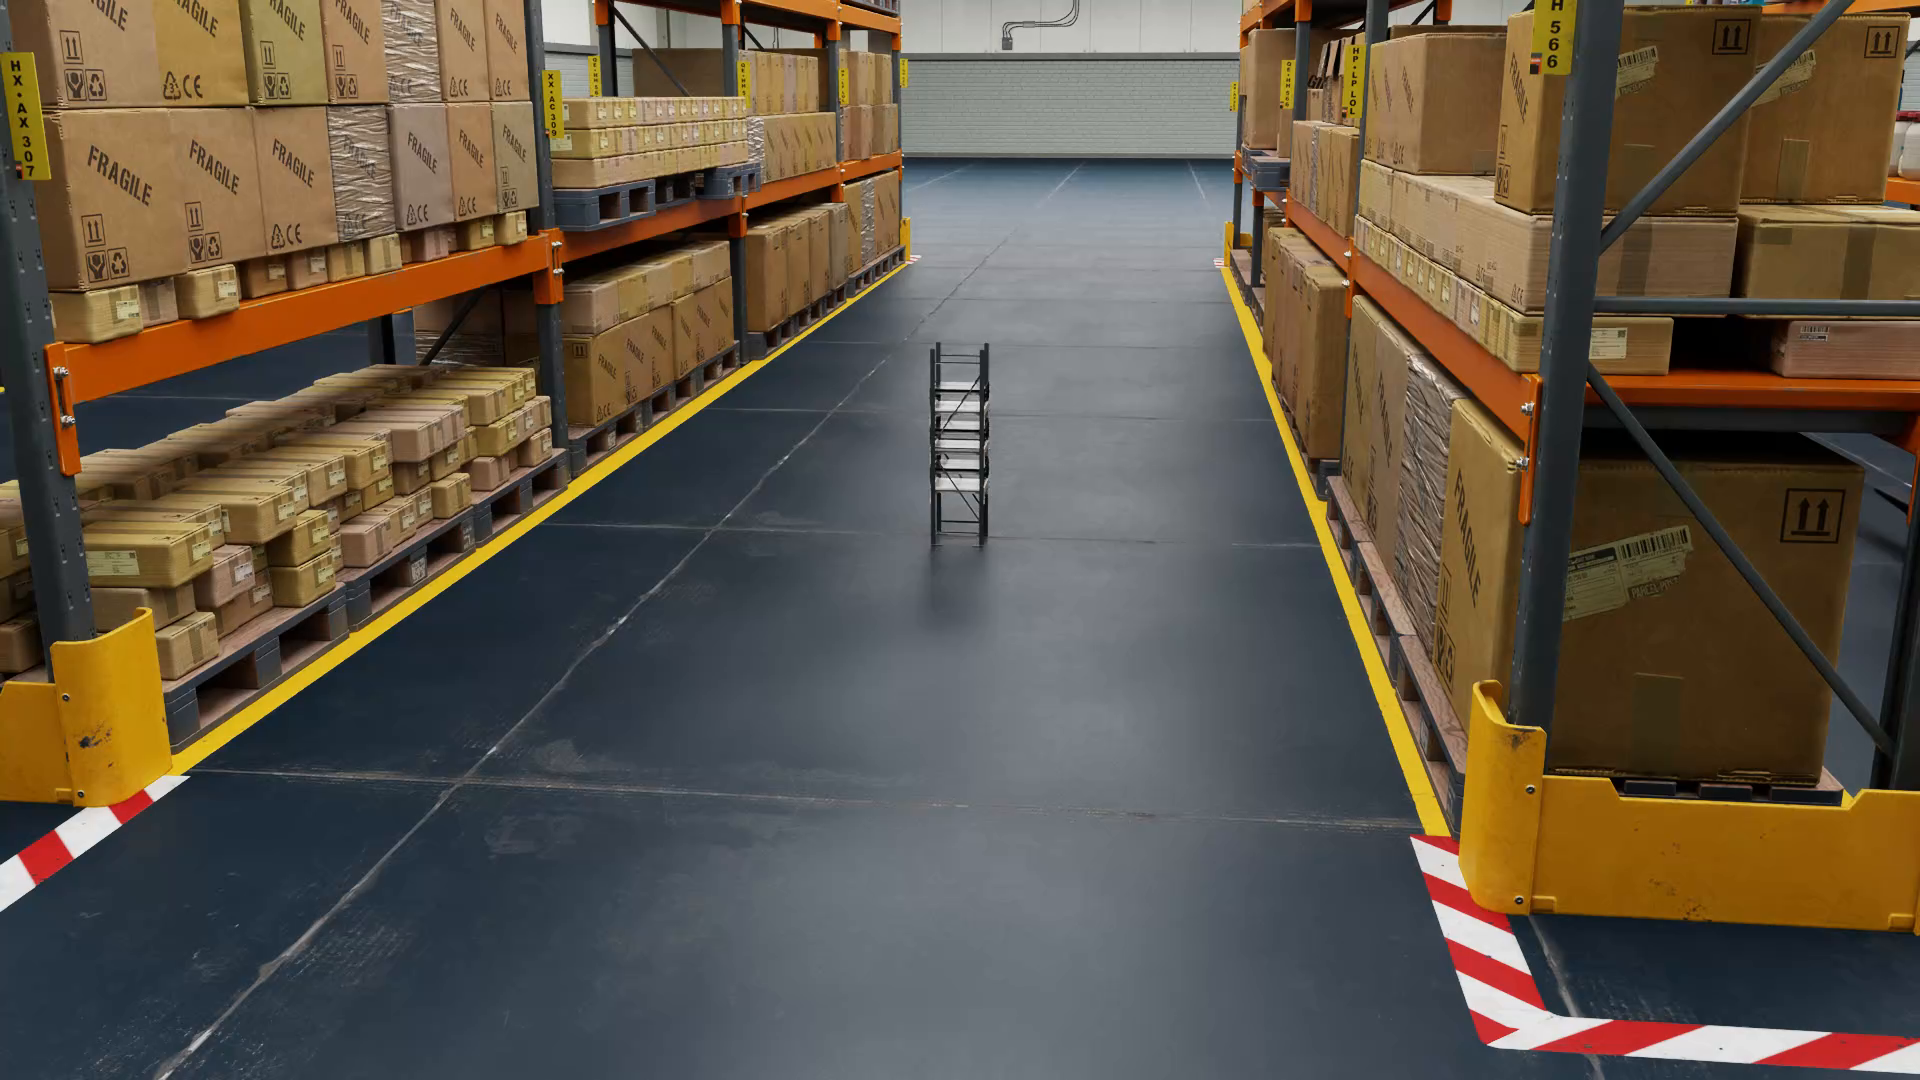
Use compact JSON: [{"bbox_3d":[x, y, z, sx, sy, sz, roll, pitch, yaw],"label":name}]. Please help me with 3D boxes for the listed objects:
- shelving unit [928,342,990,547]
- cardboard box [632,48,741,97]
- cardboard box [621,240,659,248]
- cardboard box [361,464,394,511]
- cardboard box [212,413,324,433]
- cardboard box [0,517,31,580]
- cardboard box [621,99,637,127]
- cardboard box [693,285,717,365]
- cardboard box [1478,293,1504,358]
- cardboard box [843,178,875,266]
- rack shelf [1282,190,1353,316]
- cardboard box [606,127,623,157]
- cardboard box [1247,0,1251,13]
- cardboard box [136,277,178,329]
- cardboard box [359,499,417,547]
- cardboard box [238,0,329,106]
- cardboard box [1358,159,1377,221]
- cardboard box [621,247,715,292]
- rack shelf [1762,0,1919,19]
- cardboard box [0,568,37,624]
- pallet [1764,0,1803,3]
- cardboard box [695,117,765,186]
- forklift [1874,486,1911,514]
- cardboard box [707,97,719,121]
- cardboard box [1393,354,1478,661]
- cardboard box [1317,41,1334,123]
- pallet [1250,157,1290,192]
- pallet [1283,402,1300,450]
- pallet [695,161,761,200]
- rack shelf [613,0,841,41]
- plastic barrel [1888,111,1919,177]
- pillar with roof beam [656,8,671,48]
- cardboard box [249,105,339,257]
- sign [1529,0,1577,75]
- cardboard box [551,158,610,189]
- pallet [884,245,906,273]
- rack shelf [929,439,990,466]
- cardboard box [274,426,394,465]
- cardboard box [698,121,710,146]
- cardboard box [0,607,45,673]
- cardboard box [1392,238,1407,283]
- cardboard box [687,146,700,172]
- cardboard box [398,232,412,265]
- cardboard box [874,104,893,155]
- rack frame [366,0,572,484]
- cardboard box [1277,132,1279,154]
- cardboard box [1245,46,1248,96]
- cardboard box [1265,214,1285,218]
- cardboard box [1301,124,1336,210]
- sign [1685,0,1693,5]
[{"bbox_3d":[-0.001,-0.432,7.537,0.258,0.900,0.210,2,15,6],"label":"shelving unit"},{"bbox_3d":[-2.045,-3.437,12.519,0.700,0.500,0.500,2,15,6],"label":"cardboard box"},{"bbox_3d":[-2.424,-1.976,11.772,0.500,0.250,0.500,1,15,4],"label":"cardboard box"},{"bbox_3d":[-2.566,-0.225,6.836,0.380,0.149,0.250,2,15,9],"label":"cardboard box"},{"bbox_3d":[-2.937,-0.441,7.064,0.380,0.149,0.250,1,15,4],"label":"cardboard box"},{"bbox_3d":[-3.201,0.027,5.335,0.380,0.149,0.250,2,15,7],"label":"cardboard box"},{"bbox_3d":[-1.999,-2.349,9.138,0.380,0.149,0.250,2,15,7],"label":"cardboard box"},{"bbox_3d":[-1.983,-1.473,11.347,0.500,0.500,0.500,2,15,9],"label":"cardboard box"},{"bbox_3d":[1.649,-0.591,4.582,0.380,0.149,0.250,2,15,7],"label":"cardboard box"},{"bbox_3d":[-1.416,-3.399,17.753,0.875,0.875,0.875,2,15,7],"label":"cardboard box"},{"bbox_3d":[2.585,-1.752,9.771,1.077,0.370,4.000,2,15,6],"label":"rack shelf"},{"bbox_3d":[-2.029,-2.133,8.912,0.380,0.149,0.250,1,15,5],"label":"cardboard box"},{"bbox_3d":[3.291,-5.688,17.493,0.500,0.250,0.500,2,15,6],"label":"cardboard box"},{"bbox_3d":[-2.659,-0.735,5.116,0.380,0.149,0.250,2,15,8],"label":"cardboard box"},{"bbox_3d":[-2.470,-0.070,6.830,0.380,0.149,0.250,2,15,6],"label":"cardboard box"},{"bbox_3d":[-2.563,-1.763,5.760,0.500,0.500,0.500,1,15,5],"label":"cardboard box"},{"bbox_3d":[2.046,-1.537,7.318,0.500,0.250,0.500,1,15,5],"label":"cardboard box"},{"bbox_3d":[-1.969,-1.832,11.237,0.500,0.250,0.500,2,15,7],"label":"cardboard box"},{"bbox_3d":[8.409,-5.129,16.514,1.077,0.370,4.000,2,15,6],"label":"rack shelf"},{"bbox_3d":[-3.233,0.170,5.376,0.380,0.149,0.250,1,15,5],"label":"cardboard box"},{"bbox_3d":[8.168,-5.056,15.229,1.213,0.211,1.003,2,15,6],"label":"pallet"},{"bbox_3d":[-1.787,-2.947,12.621,0.500,0.500,0.500,2,15,7],"label":"cardboard box"},{"bbox_3d":[4.460,-1.046,5.916,1.130,2.935,3.031,1,15,4],"label":"forklift"},{"bbox_3d":[-1.792,-2.816,10.865,0.380,0.149,0.250,2,15,8],"label":"cardboard box"},{"bbox_3d":[2.004,-0.124,5.641,0.875,0.875,0.875,2,15,6],"label":"cardboard box"},{"bbox_3d":[2.712,-2.961,10.752,0.797,0.503,0.637,2,15,8],"label":"cardboard box"},{"bbox_3d":[2.786,-2.713,12.316,1.213,0.211,1.003,2,15,6],"label":"pallet"},{"bbox_3d":[2.507,-0.754,10.045,1.003,0.211,1.213,2,15,6],"label":"pallet"},{"bbox_3d":[-2.081,-2.509,11.563,1.213,0.211,1.003,2,15,6],"label":"pallet"},{"bbox_3d":[-1.880,-4.409,13.854,1.077,0.370,4.000,2,15,6],"label":"rack shelf"},{"bbox_3d":[7.858,-3.333,13.982,0.433,0.535,0.433,0,15,0],"label":"plastic barrel"},{"bbox_3d":[-4.377,-15.526,47.839,9.100,9.000,0.400,2,15,6],"label":"pillar with roof beam"},{"bbox_3d":[-2.581,-1.281,5.893,0.500,0.500,0.500,2,15,7],"label":"cardboard box"},{"bbox_3d":[1.371,-1.236,3.813,0.100,0.325,0.005,2,15,6],"label":"sign"},{"bbox_3d":[-2.056,-1.923,8.702,0.380,0.149,0.250,1,15,4],"label":"cardboard box"},{"bbox_3d":[-1.216,-3.309,19.495,1.003,0.211,1.213,2,15,6],"label":"pallet"},{"bbox_3d":[-0.001,-0.400,7.545,0.258,0.077,0.200,2,15,6],"label":"rack shelf"},{"bbox_3d":[-2.550,-0.365,6.781,0.380,0.149,0.250,2,15,6],"label":"cardboard box"},{"bbox_3d":[-1.824,-2.606,10.661,0.380,0.149,0.250,2,15,6],"label":"cardboard box"},{"bbox_3d":[-3.156,0.316,5.405,0.380,0.149,0.250,2,15,7],"label":"cardboard box"},{"bbox_3d":[1.850,-1.056,6.301,0.380,0.149,0.250,2,15,7],"label":"cardboard box"},{"bbox_3d":[-1.855,-2.397,10.458,0.380,0.149,0.250,2,15,8],"label":"cardboard box"},{"bbox_3d":[-2.504,-1.211,6.874,0.380,0.149,0.250,1,15,5],"label":"cardboard box"},{"bbox_3d":[-1.240,-4.696,18.996,0.875,0.550,0.550,2,15,6],"label":"cardboard box"},{"bbox_3d":[-2.557,-1.752,8.396,1.000,3.000,0.127,2,15,6],"label":"rack frame"},{"bbox_3d":[2.731,-3.196,13.187,0.396,0.266,0.258,1,15,5],"label":"cardboard box"},{"bbox_3d":[3.212,-4.843,17.150,0.500,0.500,0.500,2,15,6],"label":"cardboard box"},{"bbox_3d":[3.504,-3.209,17.768,0.500,0.500,0.500,3,15,11],"label":"cardboard box"},{"bbox_3d":[2.375,-2.281,10.160,0.500,0.500,0.500,1,15,5],"label":"cardboard box"},{"bbox_3d":[8.089,-6.016,18.401,0.100,0.325,0.005,2,15,6],"label":"sign"}]
